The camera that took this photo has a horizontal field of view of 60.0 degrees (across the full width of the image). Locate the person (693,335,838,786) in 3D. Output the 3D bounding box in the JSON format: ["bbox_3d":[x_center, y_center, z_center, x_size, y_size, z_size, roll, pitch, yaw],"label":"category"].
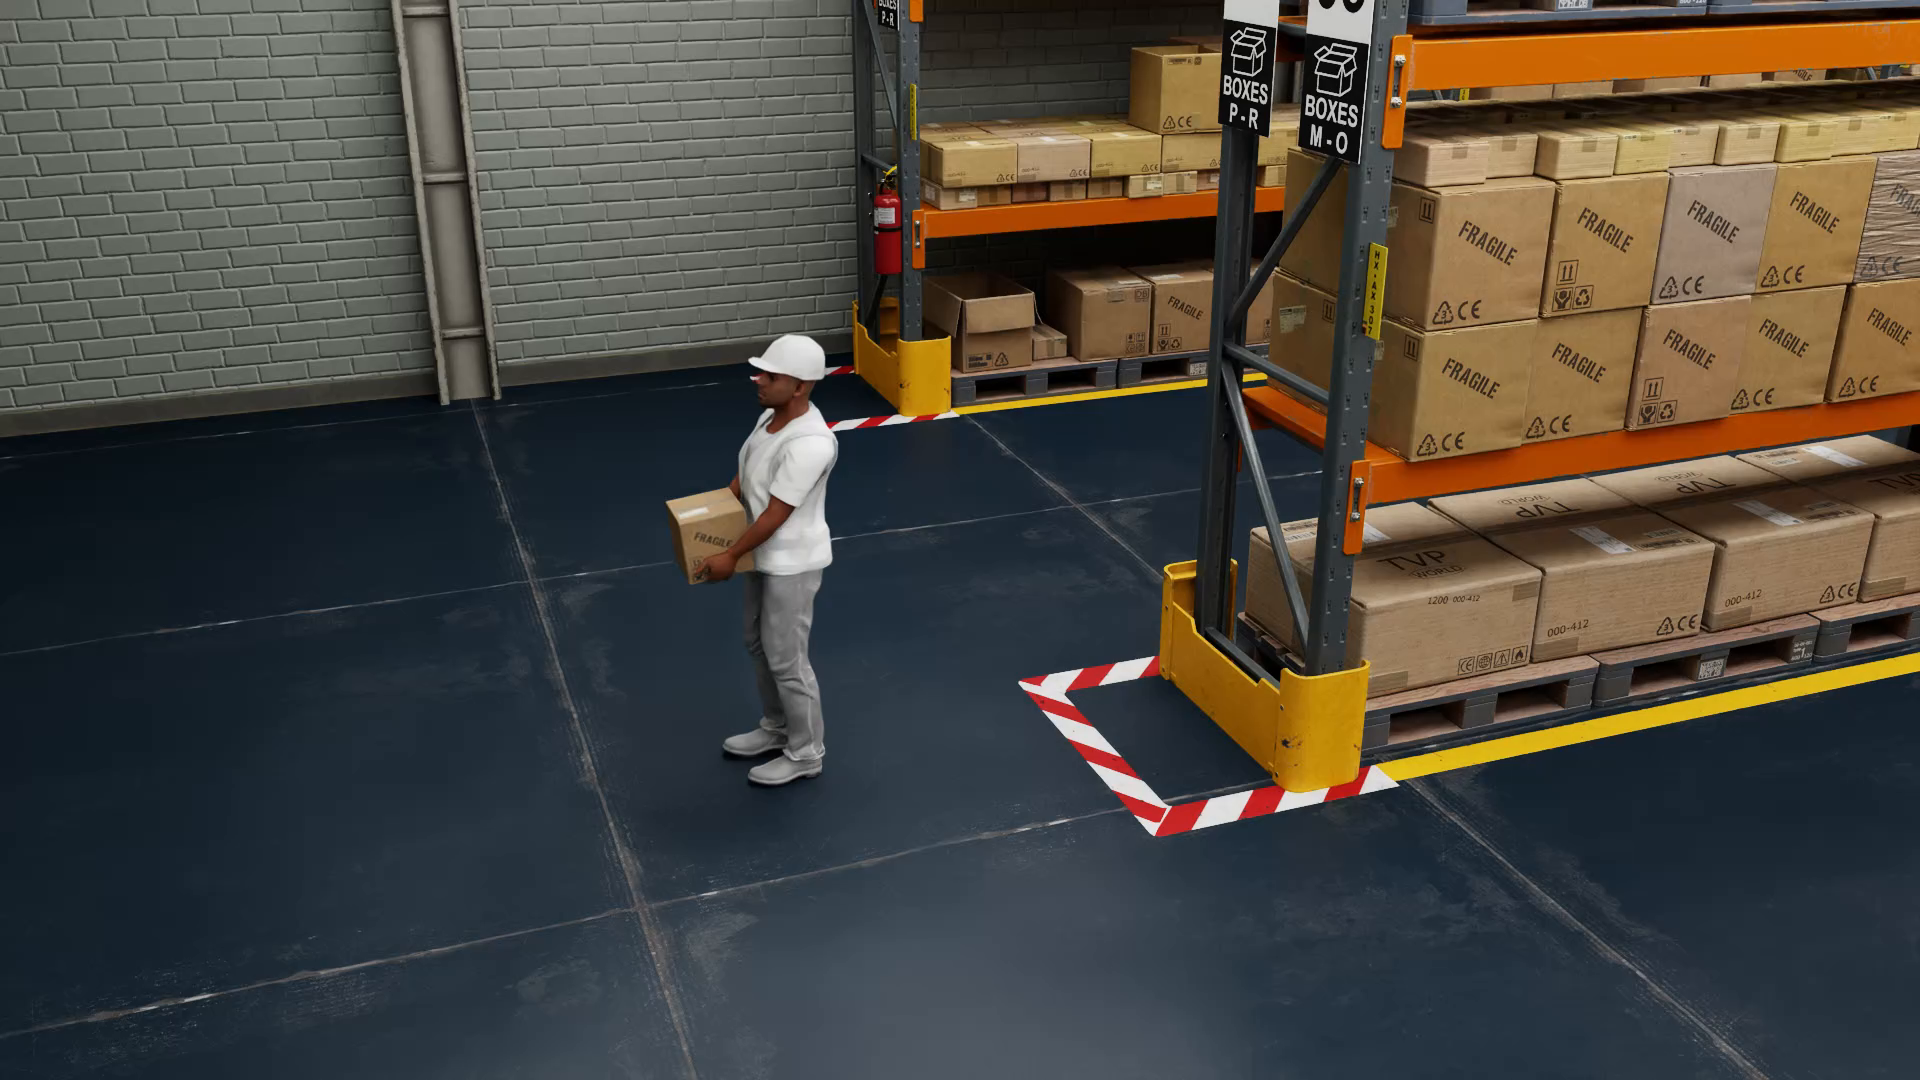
[{"bbox_3d":[-0.762,0.088,6.347,0.575,1.767,0.510,-8,24,-19],"label":"person"}]
